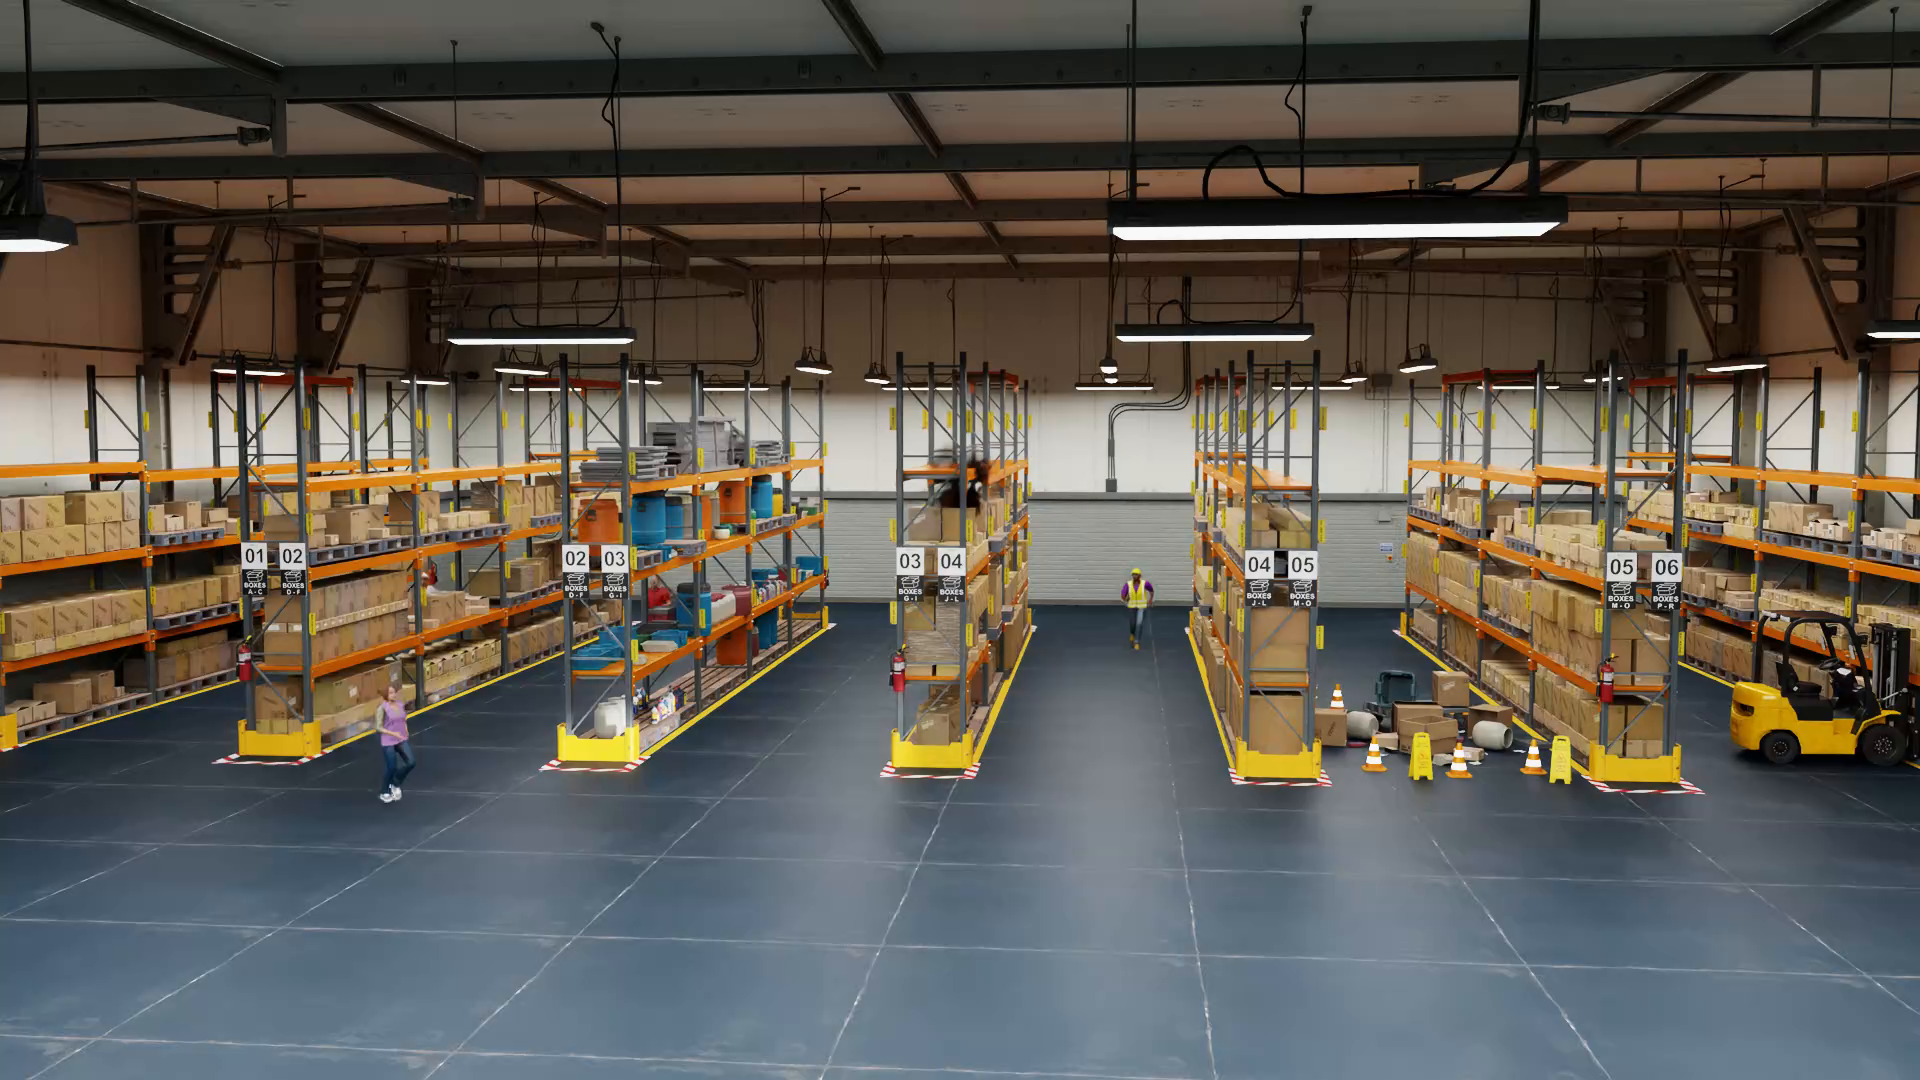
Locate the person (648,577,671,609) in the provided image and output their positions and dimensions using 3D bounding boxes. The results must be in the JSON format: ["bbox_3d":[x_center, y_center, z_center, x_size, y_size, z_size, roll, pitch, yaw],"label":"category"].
[{"bbox_3d":[-6.438,1.660,35.334,0.631,1.748,1.134,0,4,4],"label":"person"}]

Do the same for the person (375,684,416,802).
[{"bbox_3d":[-7.413,2.666,21.817,0.576,1.560,0.550,3,5,36],"label":"person"}]

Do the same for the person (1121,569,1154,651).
[{"bbox_3d":[3.920,1.508,36.781,0.710,1.771,0.973,1,4,13],"label":"person"}]

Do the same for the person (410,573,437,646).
[{"bbox_3d":[-11.445,1.599,35.455,0.632,1.806,0.724,0,4,-6],"label":"person"}]
